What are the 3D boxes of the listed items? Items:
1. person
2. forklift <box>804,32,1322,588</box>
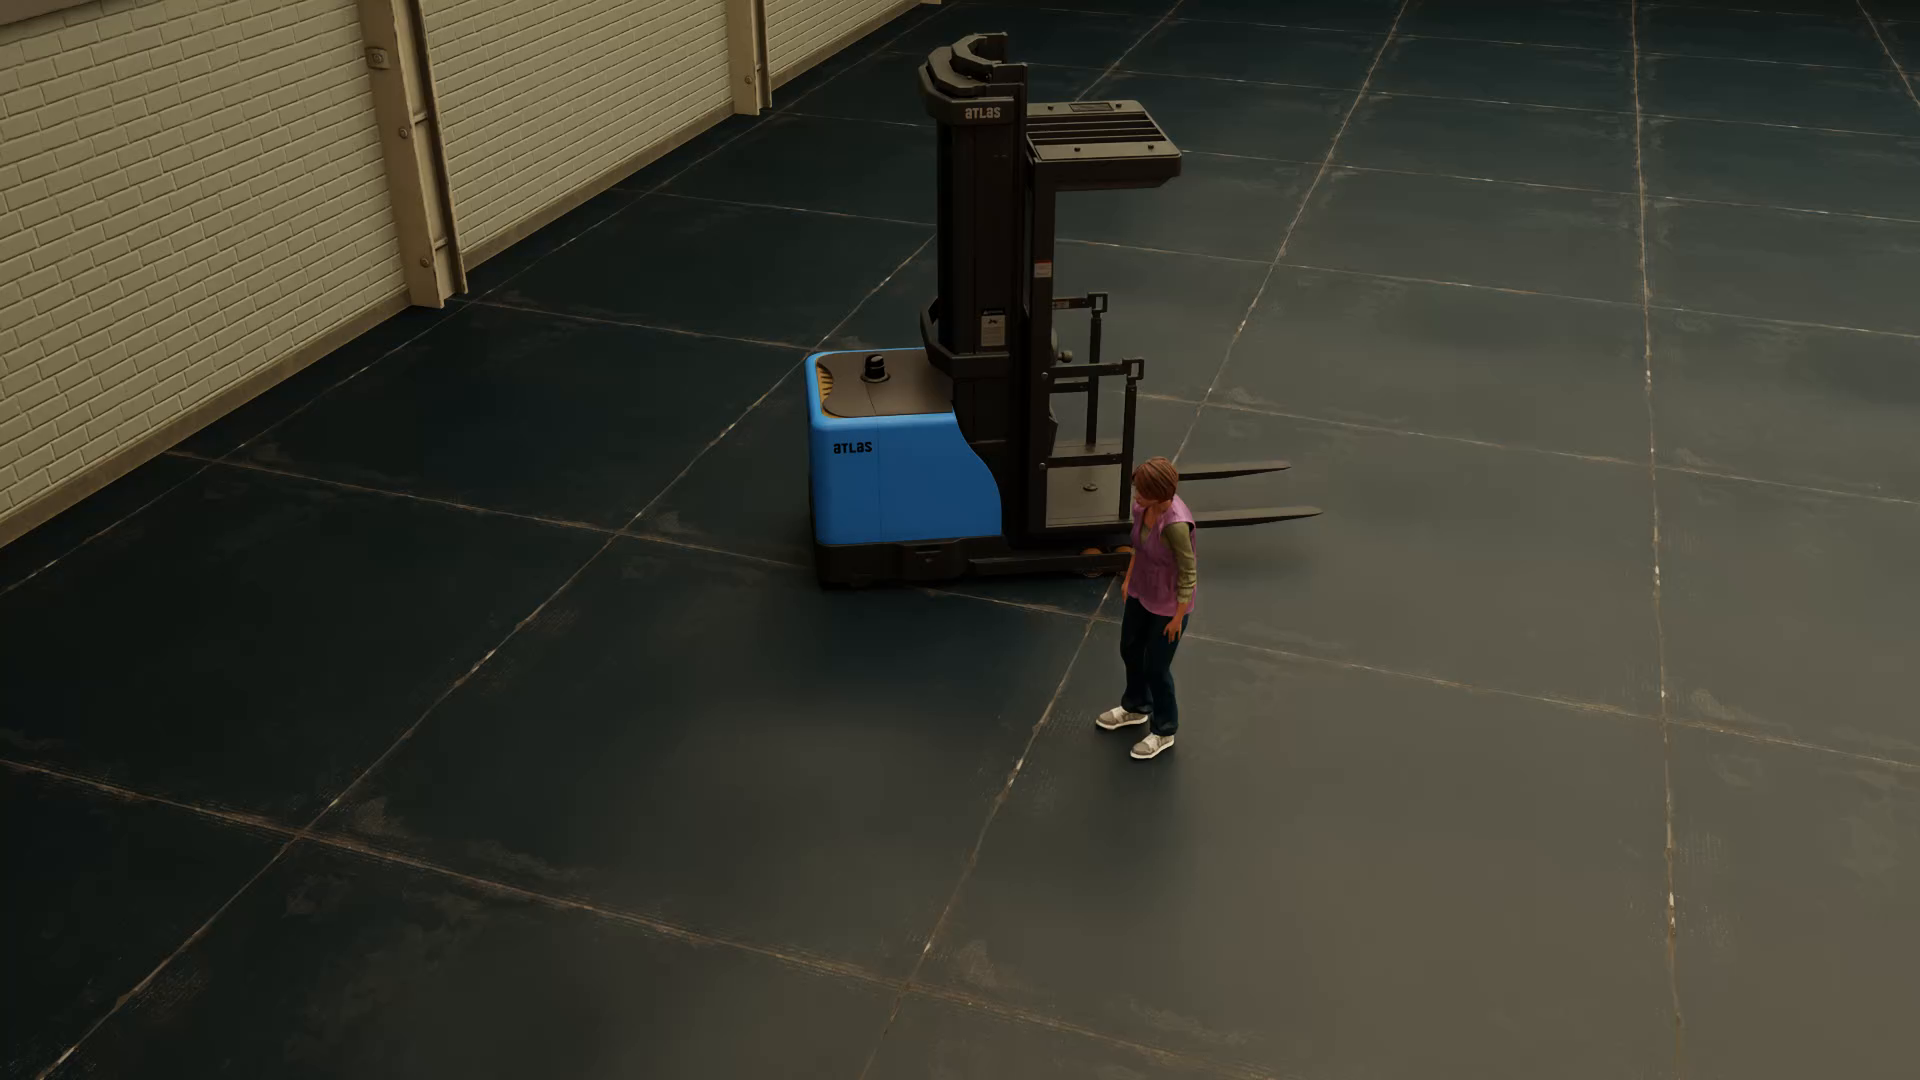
[{"bbox_3d":[0.933,0.304,7.957,0.348,1.592,0.465,-15,33,-24],"label":"person"},{"bbox_3d":[0.622,-1.312,9.439,3.031,2.935,1.130,-4,30,-6],"label":"forklift"}]
